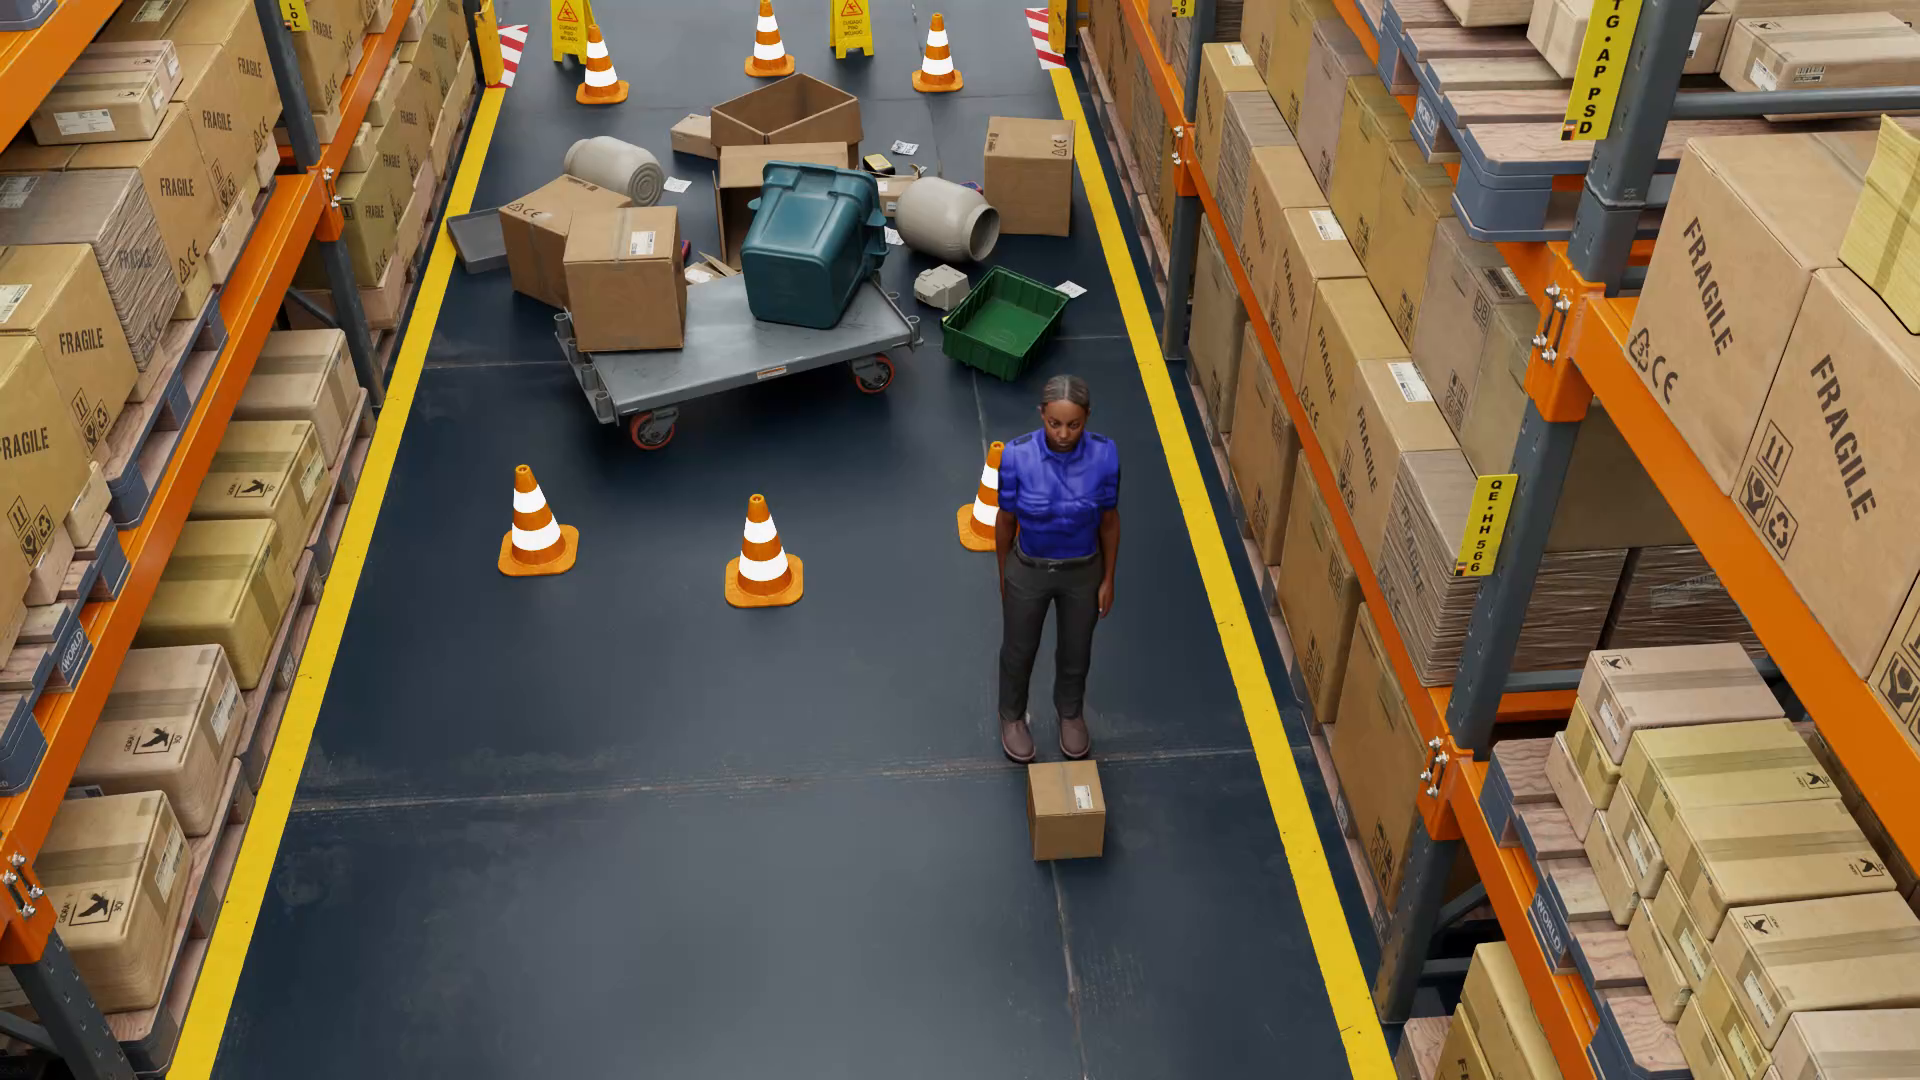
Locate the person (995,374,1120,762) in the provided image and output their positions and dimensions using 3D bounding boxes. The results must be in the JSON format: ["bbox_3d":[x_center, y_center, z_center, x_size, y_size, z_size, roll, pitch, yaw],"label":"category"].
[{"bbox_3d":[0.346,0.121,5.995,0.442,1.661,0.307,-3,39,-3],"label":"person"}]
